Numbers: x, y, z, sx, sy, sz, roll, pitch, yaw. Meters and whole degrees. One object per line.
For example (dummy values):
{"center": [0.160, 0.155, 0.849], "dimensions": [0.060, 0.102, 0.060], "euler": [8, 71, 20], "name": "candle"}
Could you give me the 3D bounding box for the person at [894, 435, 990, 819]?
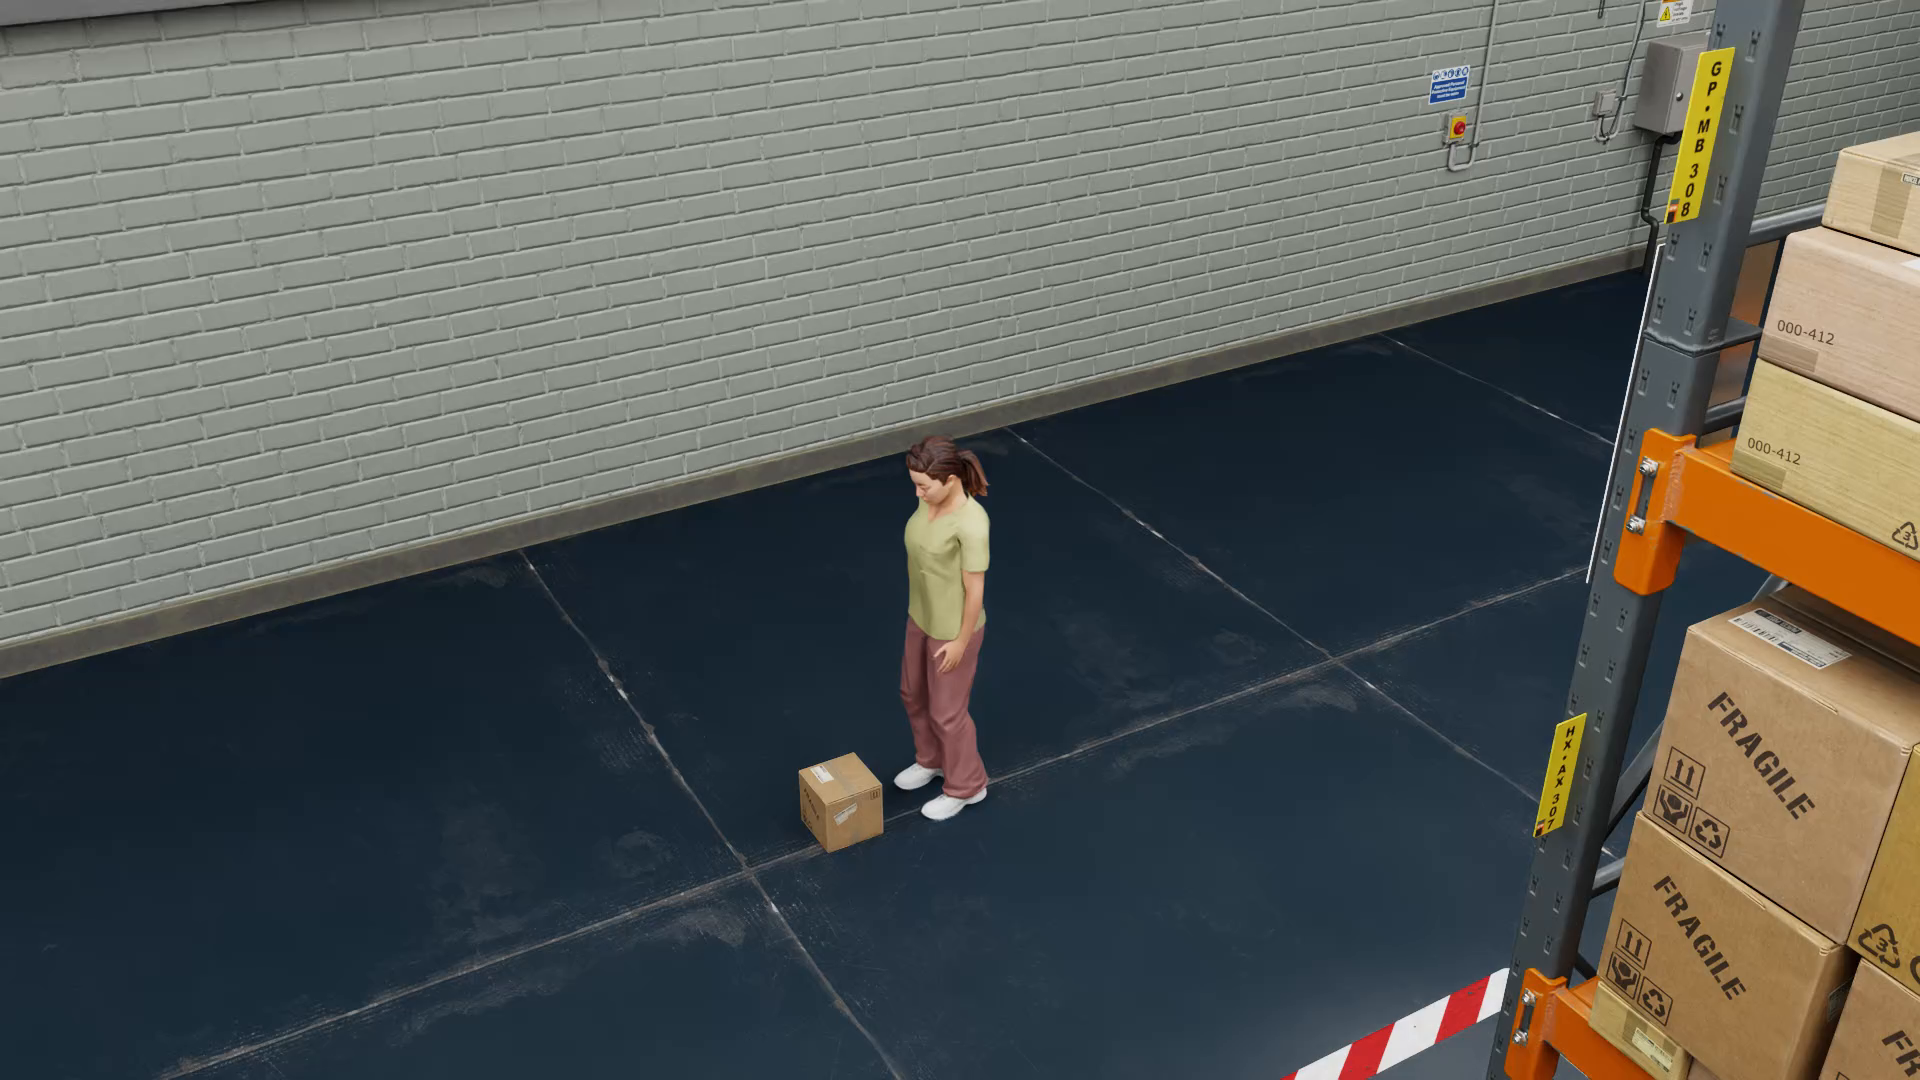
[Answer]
{"center": [-0.052, 0.335, 6.545], "dimensions": [0.354, 1.666, 0.452], "euler": [-15, 33, -25], "name": "person"}
